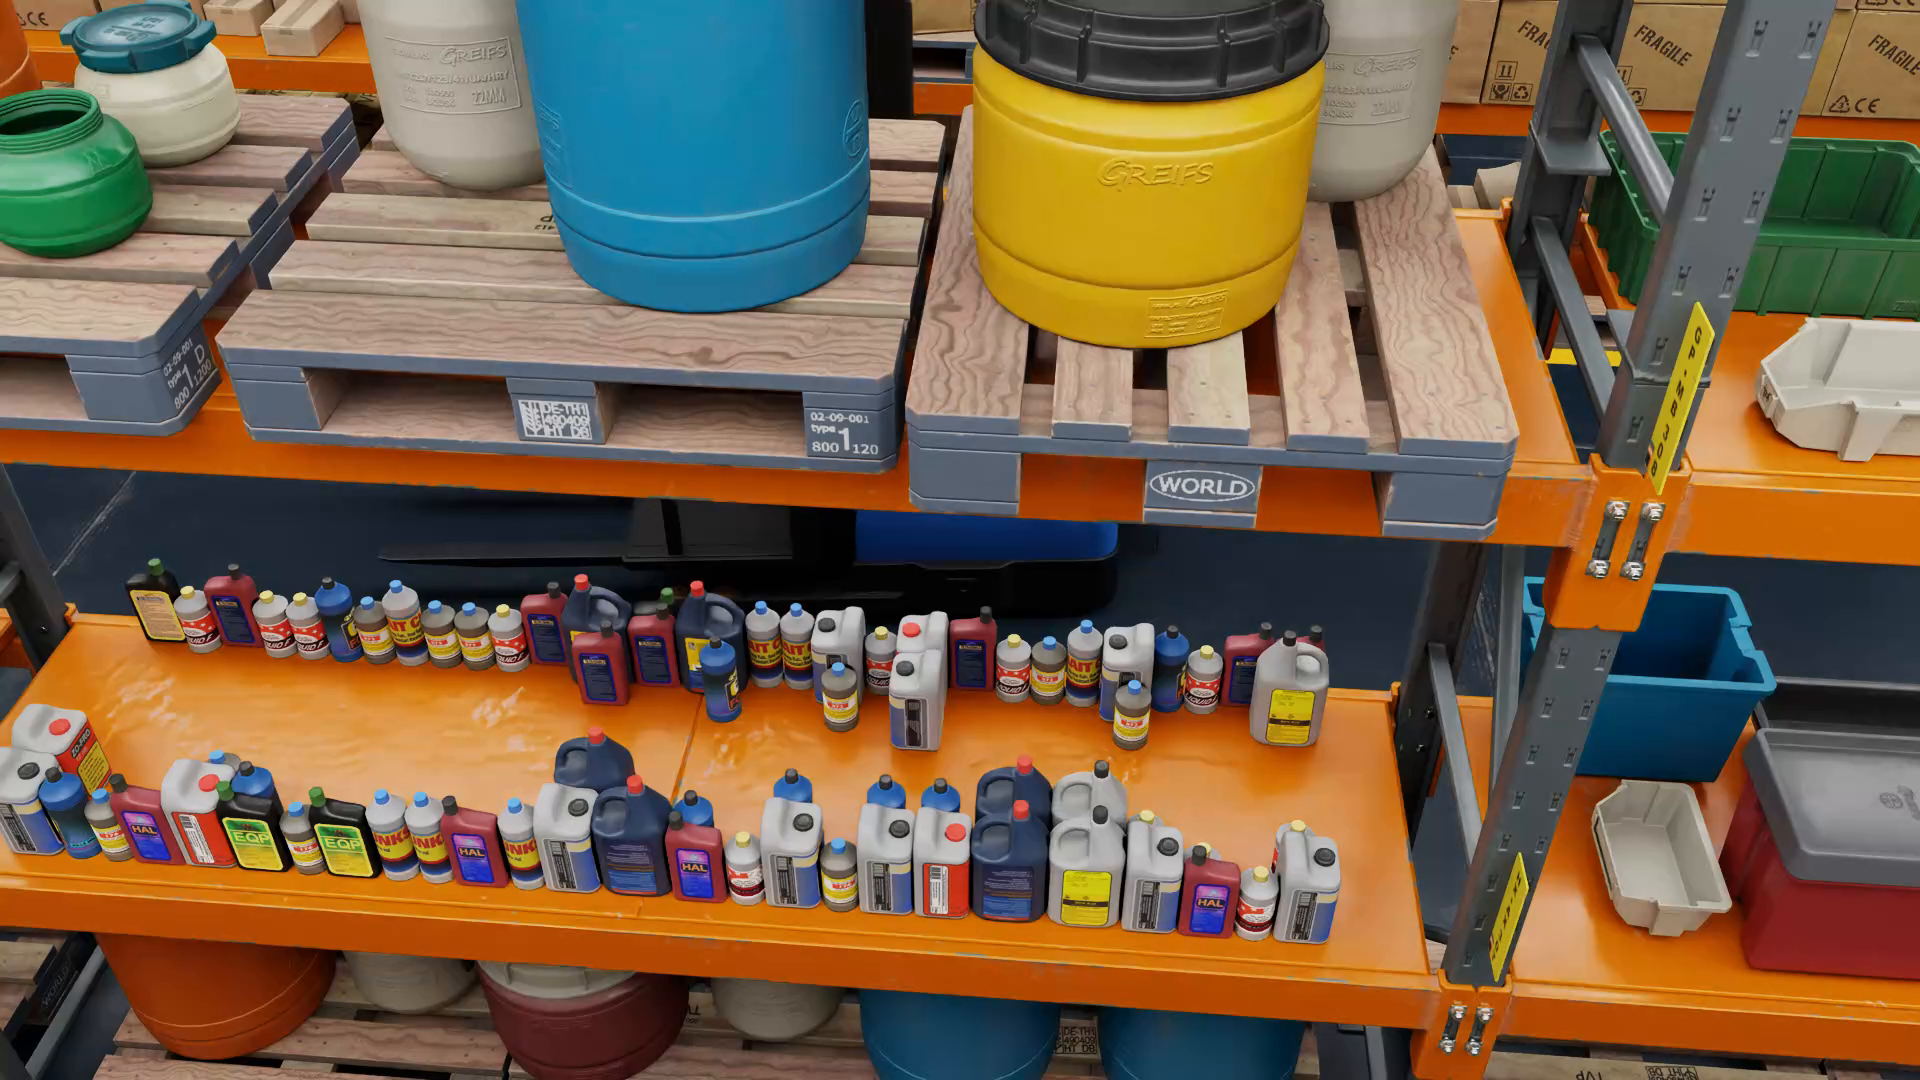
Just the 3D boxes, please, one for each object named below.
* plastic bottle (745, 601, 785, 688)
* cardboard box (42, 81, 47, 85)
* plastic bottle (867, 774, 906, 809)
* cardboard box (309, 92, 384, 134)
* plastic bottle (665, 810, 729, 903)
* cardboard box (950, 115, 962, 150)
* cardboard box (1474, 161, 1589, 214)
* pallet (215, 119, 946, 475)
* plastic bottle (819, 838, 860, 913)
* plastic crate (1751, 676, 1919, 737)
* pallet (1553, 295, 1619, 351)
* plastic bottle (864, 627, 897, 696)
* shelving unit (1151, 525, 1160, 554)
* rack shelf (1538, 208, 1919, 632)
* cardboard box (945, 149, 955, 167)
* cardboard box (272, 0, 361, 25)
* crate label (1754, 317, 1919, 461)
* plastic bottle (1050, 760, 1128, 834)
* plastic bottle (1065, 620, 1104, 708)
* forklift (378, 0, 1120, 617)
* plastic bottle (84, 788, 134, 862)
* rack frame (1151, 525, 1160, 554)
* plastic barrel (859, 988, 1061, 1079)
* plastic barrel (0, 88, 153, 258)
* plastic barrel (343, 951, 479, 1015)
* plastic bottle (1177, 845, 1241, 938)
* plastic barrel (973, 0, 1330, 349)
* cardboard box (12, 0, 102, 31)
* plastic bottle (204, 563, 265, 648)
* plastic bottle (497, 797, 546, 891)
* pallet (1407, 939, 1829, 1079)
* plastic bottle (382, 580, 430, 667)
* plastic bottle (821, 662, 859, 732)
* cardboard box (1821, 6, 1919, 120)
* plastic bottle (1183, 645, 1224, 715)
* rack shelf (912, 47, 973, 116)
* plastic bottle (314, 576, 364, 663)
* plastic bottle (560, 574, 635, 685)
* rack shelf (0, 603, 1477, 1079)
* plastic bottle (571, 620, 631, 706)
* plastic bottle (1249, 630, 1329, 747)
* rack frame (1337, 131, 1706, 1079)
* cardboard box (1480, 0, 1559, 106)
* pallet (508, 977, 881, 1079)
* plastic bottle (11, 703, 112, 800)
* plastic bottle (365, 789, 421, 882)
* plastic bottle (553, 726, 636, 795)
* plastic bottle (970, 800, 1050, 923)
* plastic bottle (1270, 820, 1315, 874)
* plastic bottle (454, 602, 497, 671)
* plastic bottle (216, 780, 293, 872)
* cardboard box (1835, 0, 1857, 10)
[{"bbox_3d":[-0.544,0.282,4.629,0.097,0.271,0.097,0,39,0],"label":"plastic bottle"},{"bbox_3d":[-5.344,-2.410,9.236,0.500,0.311,0.500,4,39,5],"label":"cardboard box"},{"bbox_3d":[-0.181,0.686,4.133,0.097,0.271,0.097,0,39,0],"label":"plastic bottle"},{"bbox_3d":[-3.327,-2.295,9.094,0.500,0.311,0.500,2,39,3],"label":"cardboard box"},{"bbox_3d":[-0.639,0.765,4.027,0.133,0.283,0.061,3,39,4],"label":"plastic bottle"},{"bbox_3d":[0.221,-2.252,8.679,0.500,0.250,0.500,3,39,4],"label":"cardboard box"},{"bbox_3d":[3.018,-1.761,8.818,0.500,0.311,0.500,3,39,4],"label":"cardboard box"},{"bbox_3d":[-0.672,-0.543,3.314,1.213,0.211,1.003,3,39,4],"label":"pallet"},{"bbox_3d":[-0.291,0.804,4.044,0.097,0.201,0.097,0,39,0],"label":"plastic bottle"},{"bbox_3d":[2.386,0.564,4.351,0.590,0.125,0.437,3,39,4],"label":"plastic crate"},{"bbox_3d":[3.582,-1.342,8.732,1.213,0.211,1.003,3,39,4],"label":"pallet"},{"bbox_3d":[-0.216,0.327,4.630,0.097,0.201,0.097,0,39,0],"label":"plastic bottle"},{"bbox_3d":[0.745,-0.364,6.984,0.210,0.900,0.258,-1,39,-1],"label":"shelving unit"},{"bbox_3d":[3.240,-0.187,3.297,4.000,0.370,1.077,3,39,4],"label":"rack shelf"},{"bbox_3d":[0.188,-1.961,8.915,0.500,0.500,0.500,4,39,4],"label":"cardboard box"},{"bbox_3d":[-3.181,-2.880,8.483,0.500,0.311,0.500,3,39,3],"label":"cardboard box"},{"bbox_3d":[1.710,-0.264,3.031,0.466,0.136,0.293,3,39,4],"label":"crate label"},{"bbox_3d":[0.316,0.673,4.086,0.185,0.351,0.144,3,39,4],"label":"plastic bottle"},{"bbox_3d":[0.342,0.330,4.570,0.097,0.271,0.097,0,39,0],"label":"plastic bottle"},{"bbox_3d":[-0.877,-1.123,6.308,3.031,2.935,1.130,-1,39,-1],"label":"forklift"},{"bbox_3d":[-2.124,0.704,4.167,0.097,0.201,0.097,0,39,0],"label":"plastic bottle"},{"bbox_3d":[0.847,-0.365,6.986,0.006,0.900,0.240,-1,39,-1],"label":"rack frame"},{"bbox_3d":[0.002,1.161,4.777,0.708,0.901,0.600,3,39,4],"label":"plastic barrel"},{"bbox_3d":[-1.702,-0.693,3.139,0.294,0.245,0.294,0,39,0],"label":"plastic barrel"},{"bbox_3d":[-1.678,1.163,5.083,0.421,0.512,0.421,0,39,0],"label":"plastic barrel"},{"bbox_3d":[0.593,0.832,3.944,0.133,0.283,0.061,3,39,4],"label":"plastic bottle"},{"bbox_3d":[0.321,-0.733,2.916,0.600,0.588,0.600,0,39,0],"label":"plastic barrel"},{"bbox_3d":[-4.504,-2.893,8.349,0.500,0.500,0.500,3,39,4],"label":"cardboard box"},{"bbox_3d":[-2.068,0.182,4.742,0.133,0.283,0.061,3,39,4],"label":"plastic bottle"},{"bbox_3d":[-1.071,0.734,4.074,0.097,0.271,0.097,0,39,0],"label":"plastic bottle"},{"bbox_3d":[1.983,1.686,5.012,1.213,0.211,1.003,3,39,4],"label":"pallet"},{"bbox_3d":[-1.566,0.226,4.698,0.097,0.271,0.097,0,39,0],"label":"plastic bottle"},{"bbox_3d":[-0.326,0.417,4.518,0.097,0.201,0.097,0,39,0],"label":"plastic bottle"},{"bbox_3d":[4.180,-2.257,7.568,0.500,0.500,0.500,3,39,4],"label":"cardboard box"},{"bbox_3d":[0.670,0.375,4.570,0.097,0.201,0.097,0,39,0],"label":"plastic bottle"},{"bbox_3d":[-0.314,-2.356,8.339,4.000,0.370,1.077,3,39,4],"label":"rack shelf"},{"bbox_3d":[-1.760,0.215,4.711,0.097,0.271,0.097,0,39,0],"label":"plastic bottle"},{"bbox_3d":[-1.004,0.241,4.617,0.185,0.351,0.144,3,39,4],"label":"plastic bottle"},{"bbox_3d":[-0.745,0.759,4.512,4.000,0.370,1.077,3,39,4],"label":"rack shelf"},{"bbox_3d":[-0.987,0.333,4.557,0.133,0.283,0.061,3,39,4],"label":"plastic bottle"},{"bbox_3d":[0.885,0.383,4.443,0.185,0.351,0.144,3,39,4],"label":"plastic bottle"},{"bbox_3d":[1.248,0.589,4.151,0.127,3.000,1.000,3,39,4],"label":"rack frame"},{"bbox_3d":[2.673,-2.340,7.670,0.500,0.500,0.500,4,39,5],"label":"cardboard box"},{"bbox_3d":[-0.736,1.537,5.194,1.213,0.211,1.003,3,39,4],"label":"pallet"},{"bbox_3d":[-2.321,0.550,4.296,0.135,0.276,0.152,3,39,4],"label":"plastic bottle"},{"bbox_3d":[-1.397,0.716,4.096,0.097,0.271,0.097,0,39,0],"label":"plastic bottle"},{"bbox_3d":[-0.915,0.601,4.175,0.185,0.351,0.144,3,39,4],"label":"plastic bottle"},{"bbox_3d":[0.119,0.754,3.987,0.185,0.351,0.144,3,39,4],"label":"plastic bottle"},{"bbox_3d":[0.819,0.768,4.088,0.097,0.201,0.097,0,39,0],"label":"plastic bottle"},{"bbox_3d":[-1.373,0.264,4.707,0.097,0.201,0.097,0,39,0],"label":"plastic bottle"},{"bbox_3d":[-1.744,0.704,4.101,0.133,0.283,0.061,3,39,4],"label":"plastic bottle"},{"bbox_3d":[3.665,-2.667,7.279,0.500,0.500,0.500,4,39,5],"label":"cardboard box"}]
